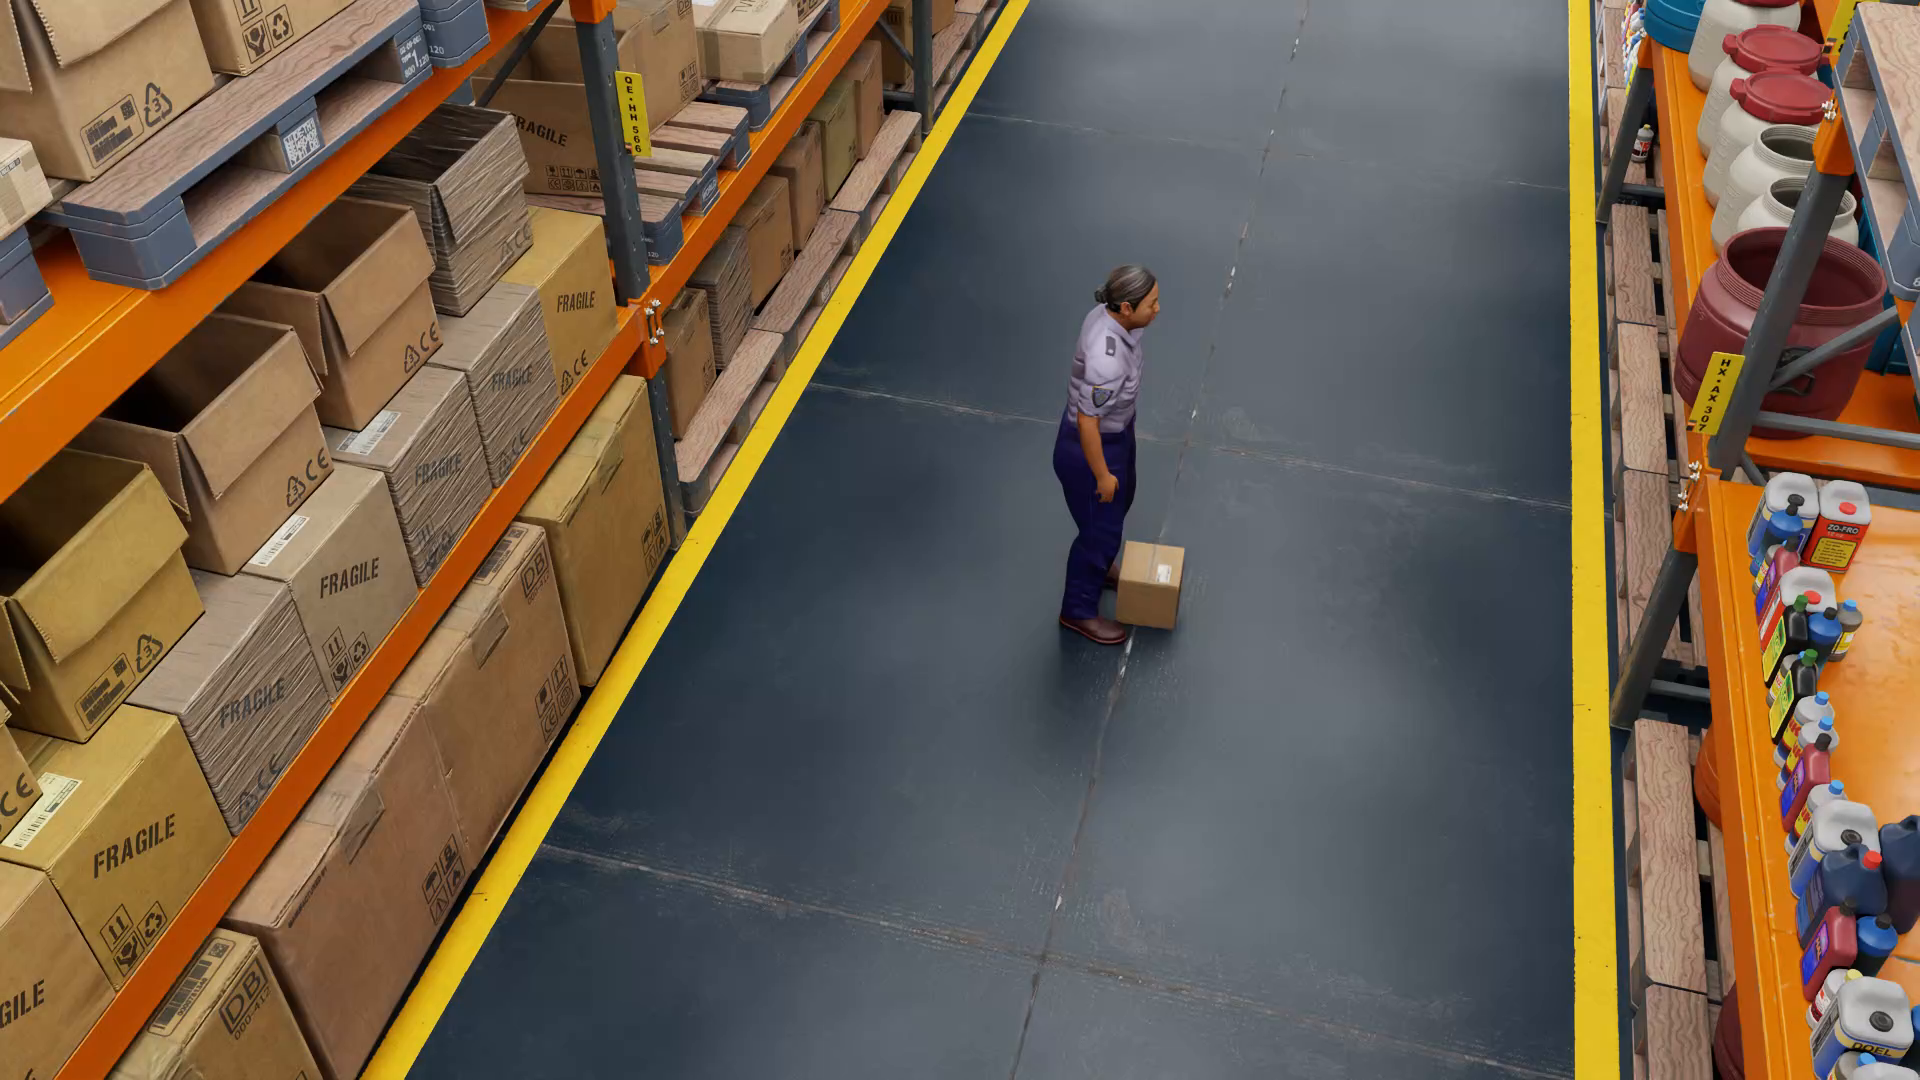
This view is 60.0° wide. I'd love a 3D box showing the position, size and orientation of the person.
[{"bbox_3d":[0.565,-0.299,6.638,0.370,1.476,0.533,9,42,10],"label":"person"}]
